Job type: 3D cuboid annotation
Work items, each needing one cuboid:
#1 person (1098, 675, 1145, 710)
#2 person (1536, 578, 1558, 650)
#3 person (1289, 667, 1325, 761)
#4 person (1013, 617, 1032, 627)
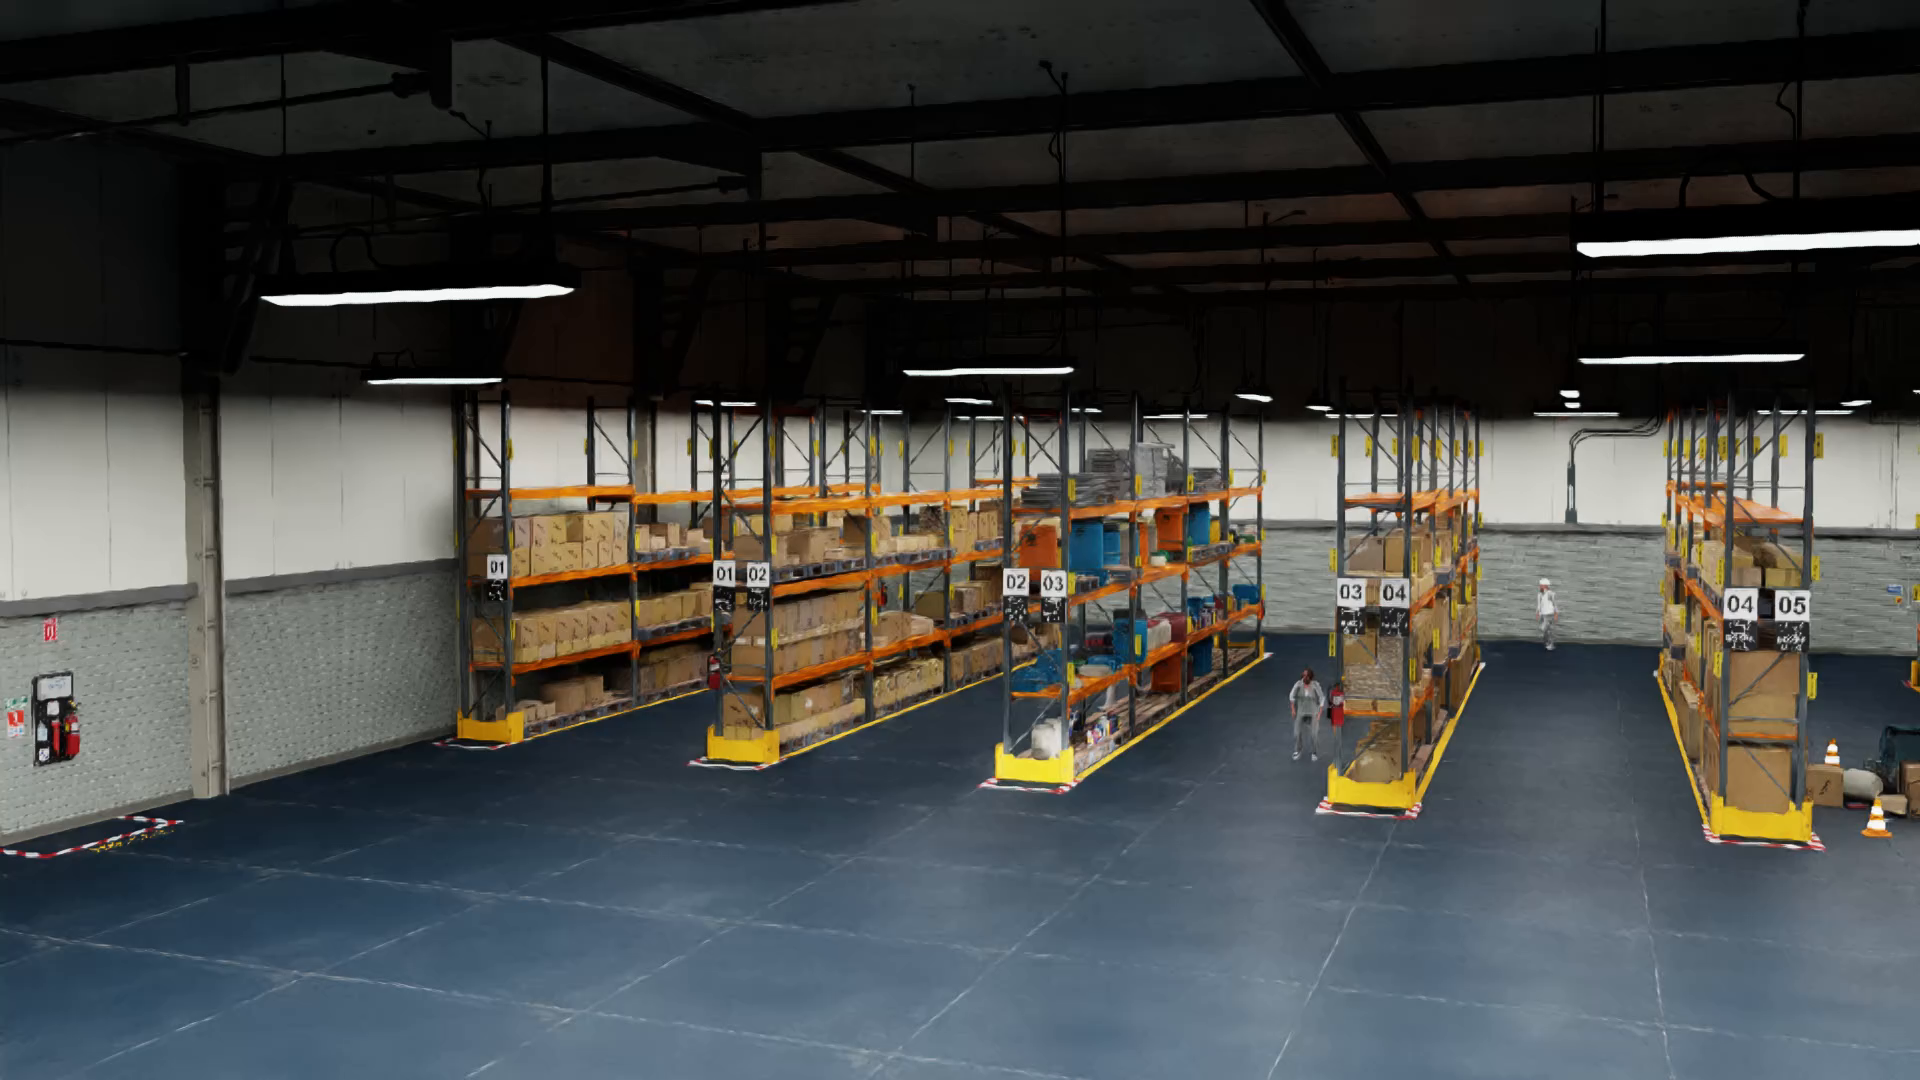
[{"bbox_3d":[3.108,2.384,31.575,0.633,1.741,1.047,3,4,42],"label":"person"},{"bbox_3d":[14.603,1.833,41.326,0.507,1.760,0.648,-1,3,-15],"label":"person"},{"bbox_3d":[5.548,2.773,26.591,0.566,1.541,0.519,1,3,18],"label":"person"},{"bbox_3d":[1.668,1.583,46.422,0.591,1.740,0.939,0,3,-6],"label":"person"}]
